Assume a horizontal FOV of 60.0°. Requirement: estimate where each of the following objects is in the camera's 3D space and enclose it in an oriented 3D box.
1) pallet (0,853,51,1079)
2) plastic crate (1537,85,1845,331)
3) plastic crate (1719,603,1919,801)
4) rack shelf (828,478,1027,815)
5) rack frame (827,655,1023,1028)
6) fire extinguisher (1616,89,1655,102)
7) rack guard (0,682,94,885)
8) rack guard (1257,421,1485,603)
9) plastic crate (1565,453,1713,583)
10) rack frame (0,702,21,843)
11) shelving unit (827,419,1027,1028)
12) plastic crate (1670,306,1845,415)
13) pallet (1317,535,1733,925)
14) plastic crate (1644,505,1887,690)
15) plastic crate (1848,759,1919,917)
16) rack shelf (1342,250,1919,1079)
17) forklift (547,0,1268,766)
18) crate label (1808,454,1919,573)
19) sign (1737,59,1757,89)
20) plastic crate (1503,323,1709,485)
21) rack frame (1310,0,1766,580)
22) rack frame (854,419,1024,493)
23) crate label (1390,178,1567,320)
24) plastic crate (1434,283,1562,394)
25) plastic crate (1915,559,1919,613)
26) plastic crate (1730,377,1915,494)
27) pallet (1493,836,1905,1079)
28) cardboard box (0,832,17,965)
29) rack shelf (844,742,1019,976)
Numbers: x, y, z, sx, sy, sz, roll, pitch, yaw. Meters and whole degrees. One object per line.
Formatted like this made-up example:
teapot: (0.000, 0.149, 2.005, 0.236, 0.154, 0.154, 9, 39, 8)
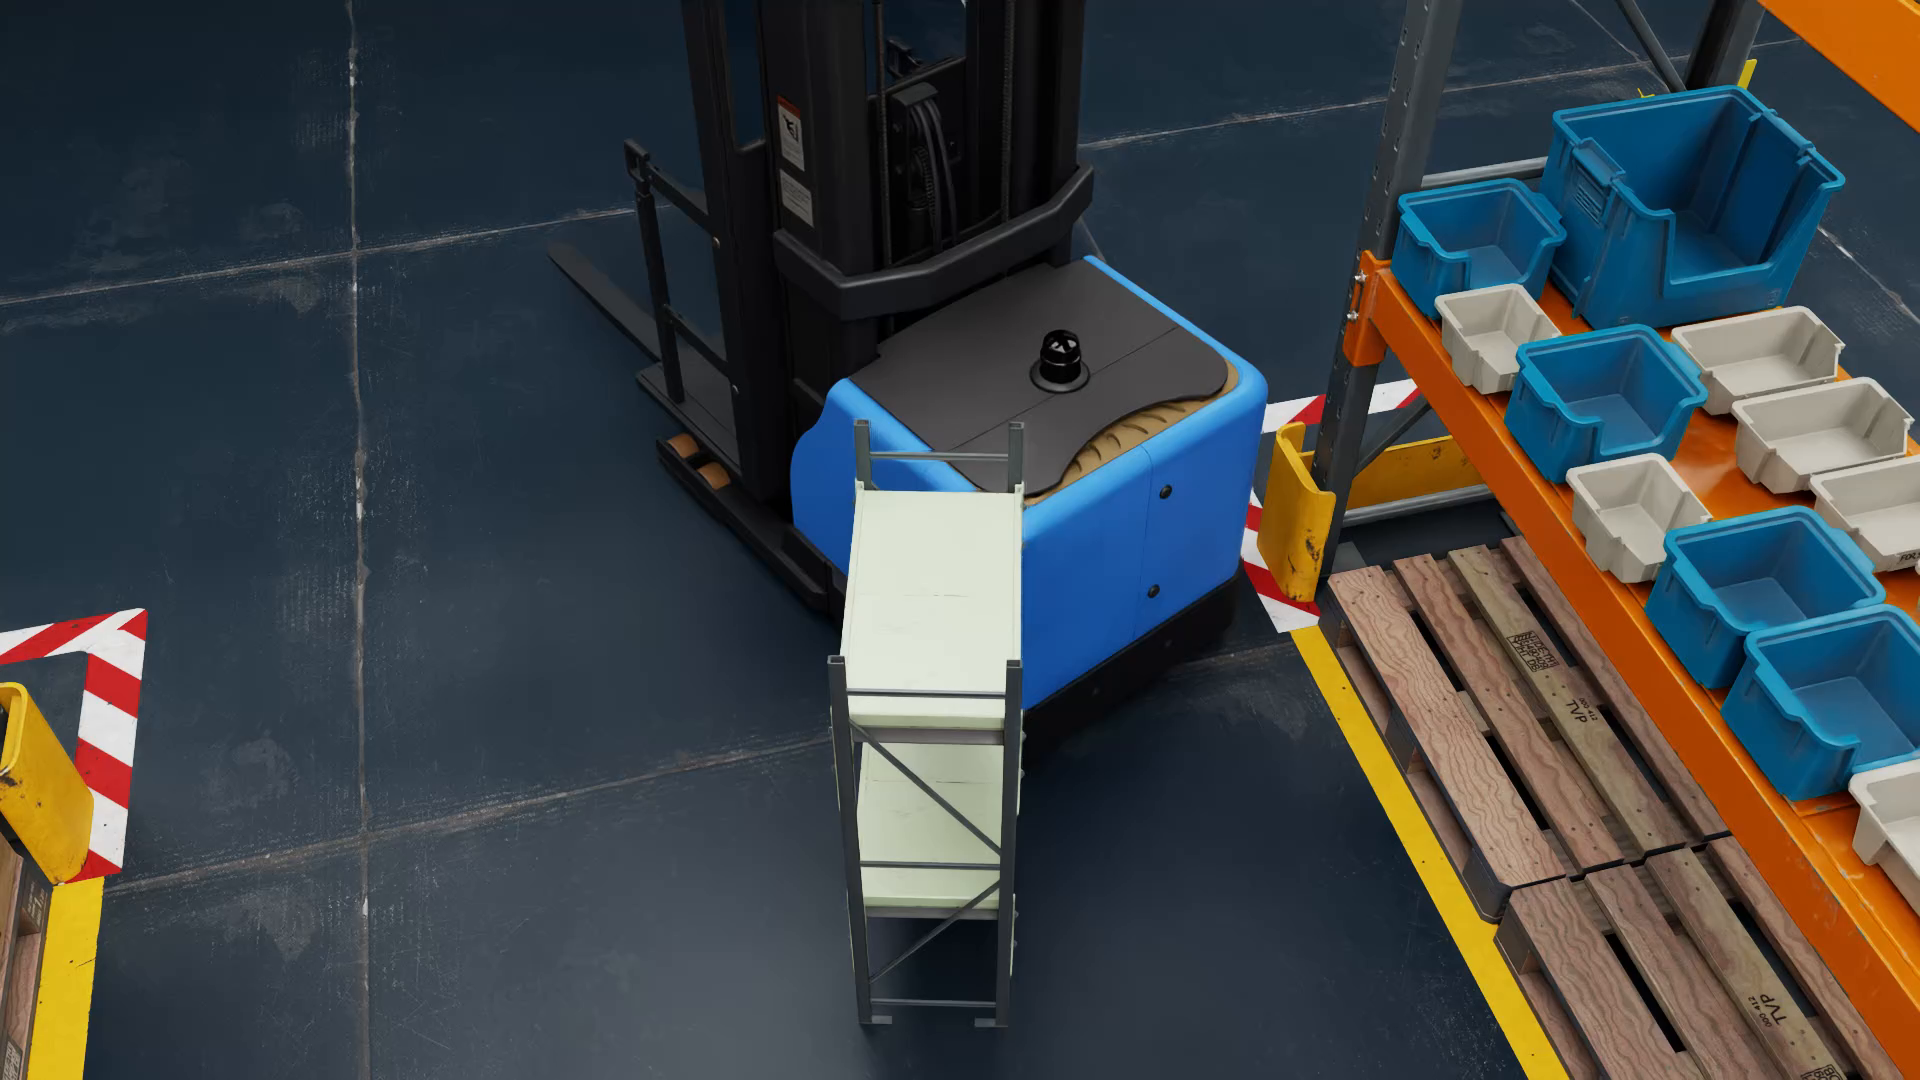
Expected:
pallet: (-2.929, 1.440, 4.191, 1.003, 0.211, 1.213, -11, 47, -10)
plastic crate: (1.903, -0.878, 4.443, 0.616, 0.435, 0.499, -11, 47, -10)
plastic crate: (1.795, 0.343, 3.389, 0.416, 0.233, 0.300, -11, 47, -10)
rack shelf: (-0.060, 0.239, 3.919, 0.431, 0.370, 0.720, 1, 46, 1)
rack frame: (-0.071, 0.774, 3.942, 0.400, 1.500, 0.023, 1, 46, 1)
fire extinguisher: (2.037, -1.071, 5.015, 0.296, 0.674, 0.183, -11, 47, -10)
rack guard: (-3.134, 0.789, 4.627, 1.175, 0.500, 0.348, -11, 47, -10)
rack guard: (1.618, -0.181, 5.577, 1.175, 0.500, 0.348, -11, 47, -10)
plastic crate: (1.557, -0.035, 3.827, 0.250, 0.136, 0.298, -11, 47, -10)
rack frame: (-3.153, -0.139, 3.786, 1.000, 3.000, 0.127, -11, 47, -10)
shelving unit: (-0.060, 0.513, 4.198, 0.431, 1.500, 0.755, 1, 46, 1)
plastic crate: (2.020, -0.440, 4.224, 0.396, 0.136, 0.243, -11, 47, -10)
pallet: (1.810, 0.511, 5.102, 1.003, 0.211, 1.213, -11, 47, -10)
plastic crate: (1.718, 0.136, 3.592, 0.416, 0.233, 0.300, -11, 47, -10)
plastic crate: (1.924, 0.644, 3.161, 0.293, 0.136, 0.466, -11, 47, -10)
rack shelf: (2.148, 0.591, 3.574, 1.077, 0.370, 4.000, -11, 47, -10)
forklift: (-0.423, -1.335, 5.006, 1.130, 2.935, 3.031, -30, 53, -26)
crate label: (2.175, -0.050, 3.841, 0.396, 0.136, 0.243, -11, 47, -10)
sign: (2.164, -1.211, 4.722, 0.100, 0.325, 0.005, -11, 47, -10)
plastic crate: (1.550, -0.319, 4.038, 0.416, 0.233, 0.300, -11, 47, -10)
rack frame: (1.636, -1.042, 4.671, 1.000, 3.000, 0.127, -11, 47, -10)
rack frame: (-0.050, 0.251, 4.454, 0.400, 1.500, 0.023, 1, 46, 1)
crate label: (1.381, -0.773, 4.483, 0.416, 0.233, 0.303, -11, 47, -10)
plastic crate: (1.383, -0.503, 4.285, 0.250, 0.136, 0.298, -11, 47, -10)
plastic crate: (2.269, 0.151, 3.644, 0.298, 0.136, 0.250, -11, 47, -10)
plastic crate: (2.080, -0.238, 4.025, 0.396, 0.136, 0.243, -11, 47, -10)
pallet: (2.119, 1.351, 4.278, 1.003, 0.211, 1.213, -11, 47, -10)
cardboard box: (-2.776, 0.913, 4.197, 0.500, 0.500, 0.500, -11, 47, -10)
rack shelf: (-0.060, 0.741, 4.430, 0.431, 0.370, 0.720, 1, 46, 1)
